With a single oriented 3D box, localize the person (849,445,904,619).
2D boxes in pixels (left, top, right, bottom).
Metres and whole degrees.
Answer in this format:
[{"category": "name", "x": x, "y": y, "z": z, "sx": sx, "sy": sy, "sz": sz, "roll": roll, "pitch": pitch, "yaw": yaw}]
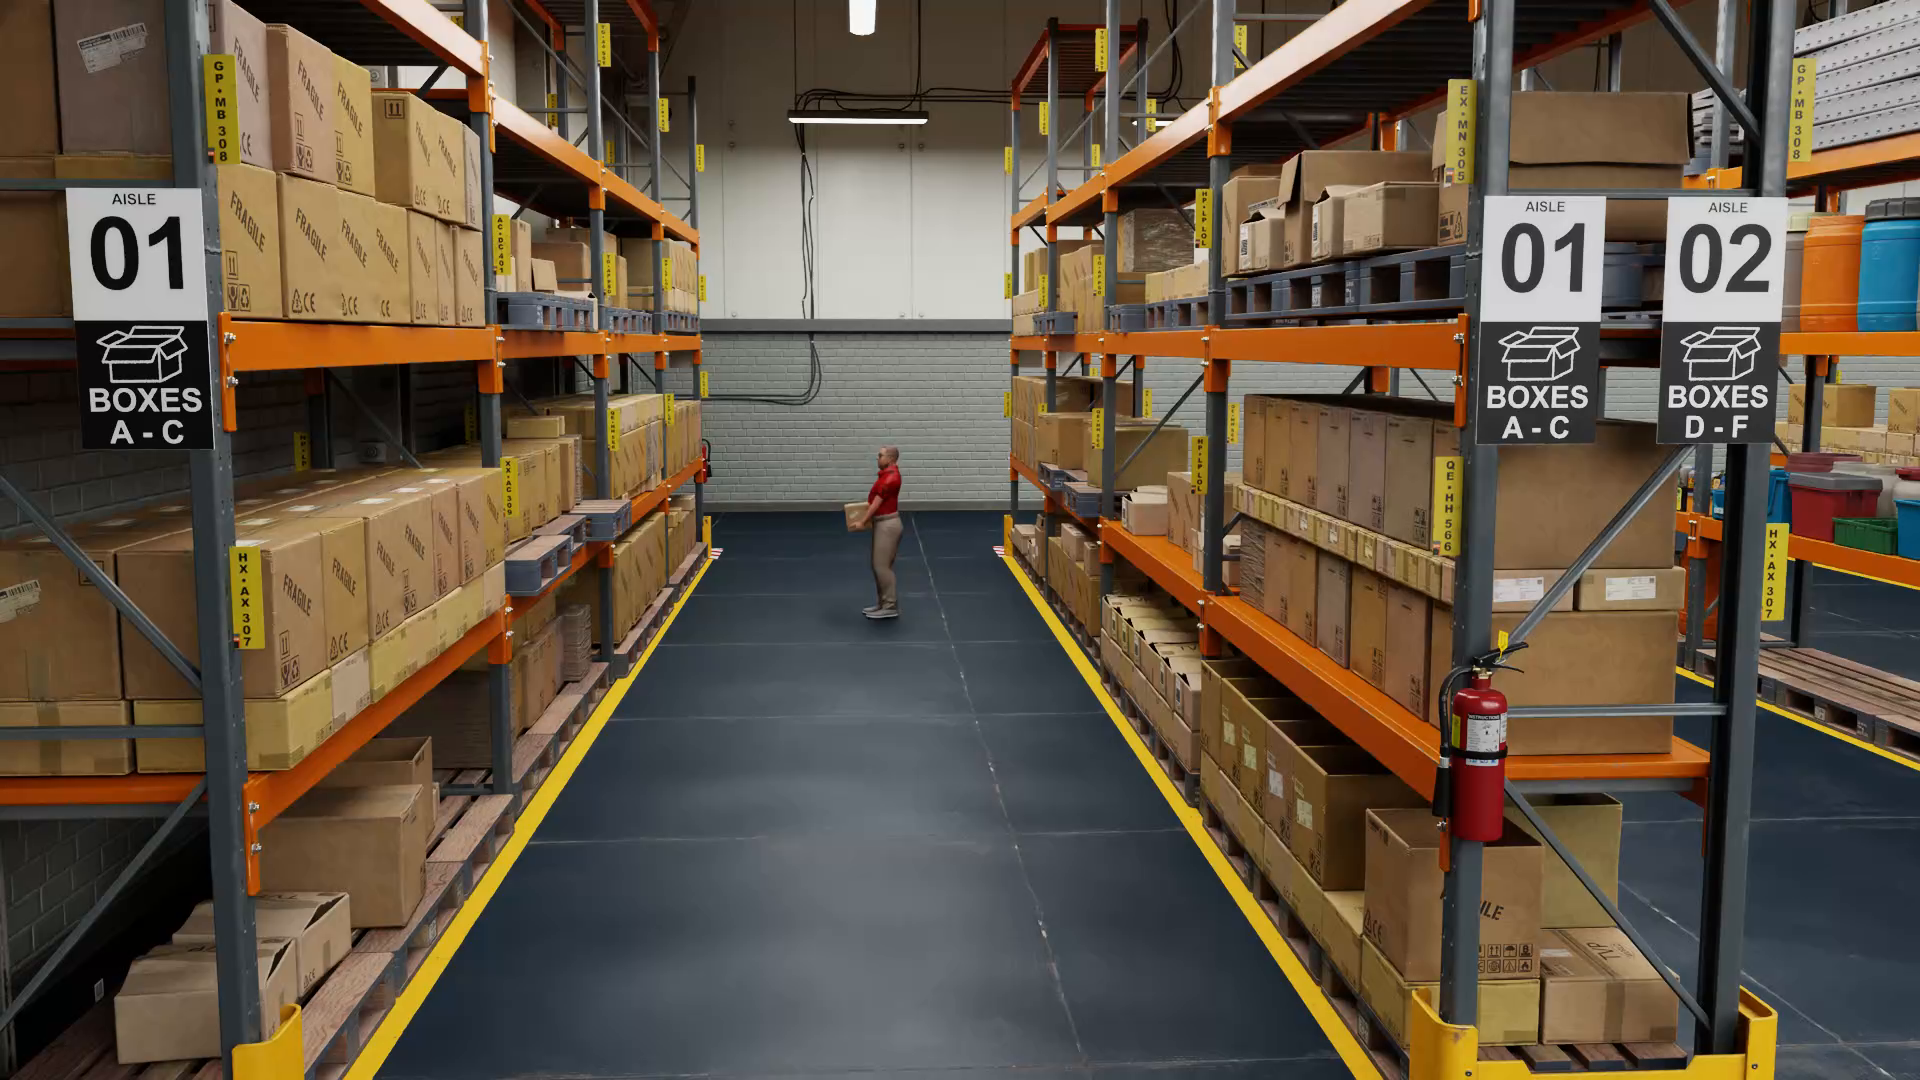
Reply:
[{"category": "person", "x": -0.841, "y": -0.088, "z": 16.593, "sx": 0.524, "sy": 1.722, "sz": 0.490, "roll": 0, "pitch": 7, "yaw": -3}]
